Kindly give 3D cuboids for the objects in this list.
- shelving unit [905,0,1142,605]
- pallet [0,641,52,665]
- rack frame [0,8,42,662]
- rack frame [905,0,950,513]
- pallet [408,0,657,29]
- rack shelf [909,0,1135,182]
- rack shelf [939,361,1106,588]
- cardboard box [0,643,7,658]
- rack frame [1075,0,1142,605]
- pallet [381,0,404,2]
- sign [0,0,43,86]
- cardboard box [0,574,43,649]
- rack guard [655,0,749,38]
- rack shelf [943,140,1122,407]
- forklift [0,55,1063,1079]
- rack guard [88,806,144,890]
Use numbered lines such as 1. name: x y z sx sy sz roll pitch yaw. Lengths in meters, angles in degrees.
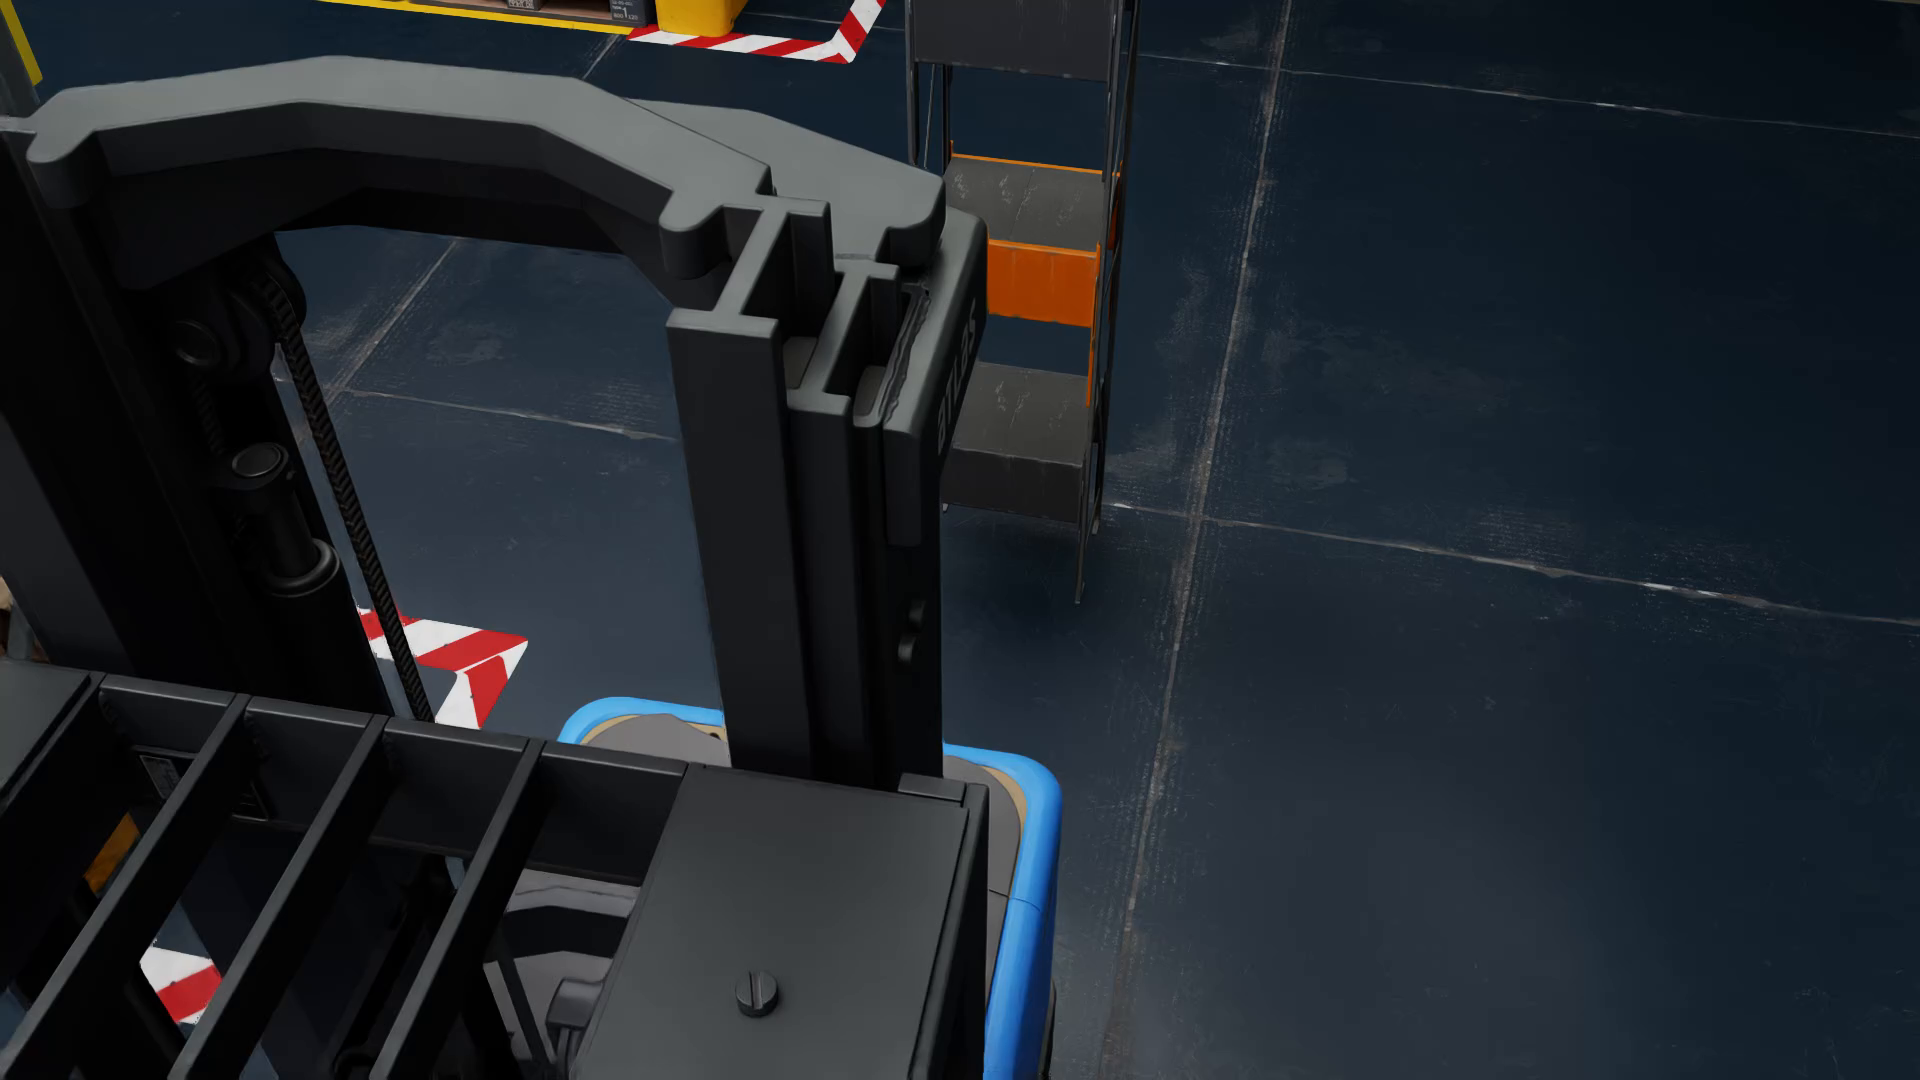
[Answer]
1. shelving unit: 0.162 -0.731 4.496 0.503 2.100 0.431 9 45 9
2. pallet: -3.073 0.417 4.665 1.213 0.211 1.003 9 45 9
3. rack frame: -2.221 -0.456 3.561 0.127 3.000 1.000 9 45 9
4. rack frame: -0.077 -0.768 4.534 0.015 2.100 0.400 9 45 9
5. pallet: -1.940 -2.873 8.082 1.213 0.211 1.003 9 45 9
6. rack shelf: 0.162 -1.226 4.020 0.480 0.518 0.431 9 45 9
7. rack shelf: 0.162 -0.217 4.991 0.480 0.518 0.431 9 45 9
8. cardboard box: -2.805 0.370 4.188 0.500 0.500 0.500 9 45 9
9. rack frame: 0.400 -0.694 4.457 0.015 2.100 0.400 9 45 9
10. pallet: -3.127 -3.059 8.276 1.213 0.211 1.003 9 45 9
11. sign: -2.102 -1.135 3.642 0.005 0.325 0.100 9 45 9
12. cardboard box: -2.554 0.116 4.705 0.250 0.149 0.380 9 45 9
13. rack guard: -1.119 -2.905 7.907 0.348 0.500 1.175 9 45 9
14. rack shelf: 0.162 -0.722 4.505 0.480 0.518 0.431 9 45 9
15. forklift: -0.562 1.091 2.003 1.130 2.935 3.031 7 44 8
16. rack guard: -2.295 0.433 4.440 0.348 0.500 1.175 9 45 9
